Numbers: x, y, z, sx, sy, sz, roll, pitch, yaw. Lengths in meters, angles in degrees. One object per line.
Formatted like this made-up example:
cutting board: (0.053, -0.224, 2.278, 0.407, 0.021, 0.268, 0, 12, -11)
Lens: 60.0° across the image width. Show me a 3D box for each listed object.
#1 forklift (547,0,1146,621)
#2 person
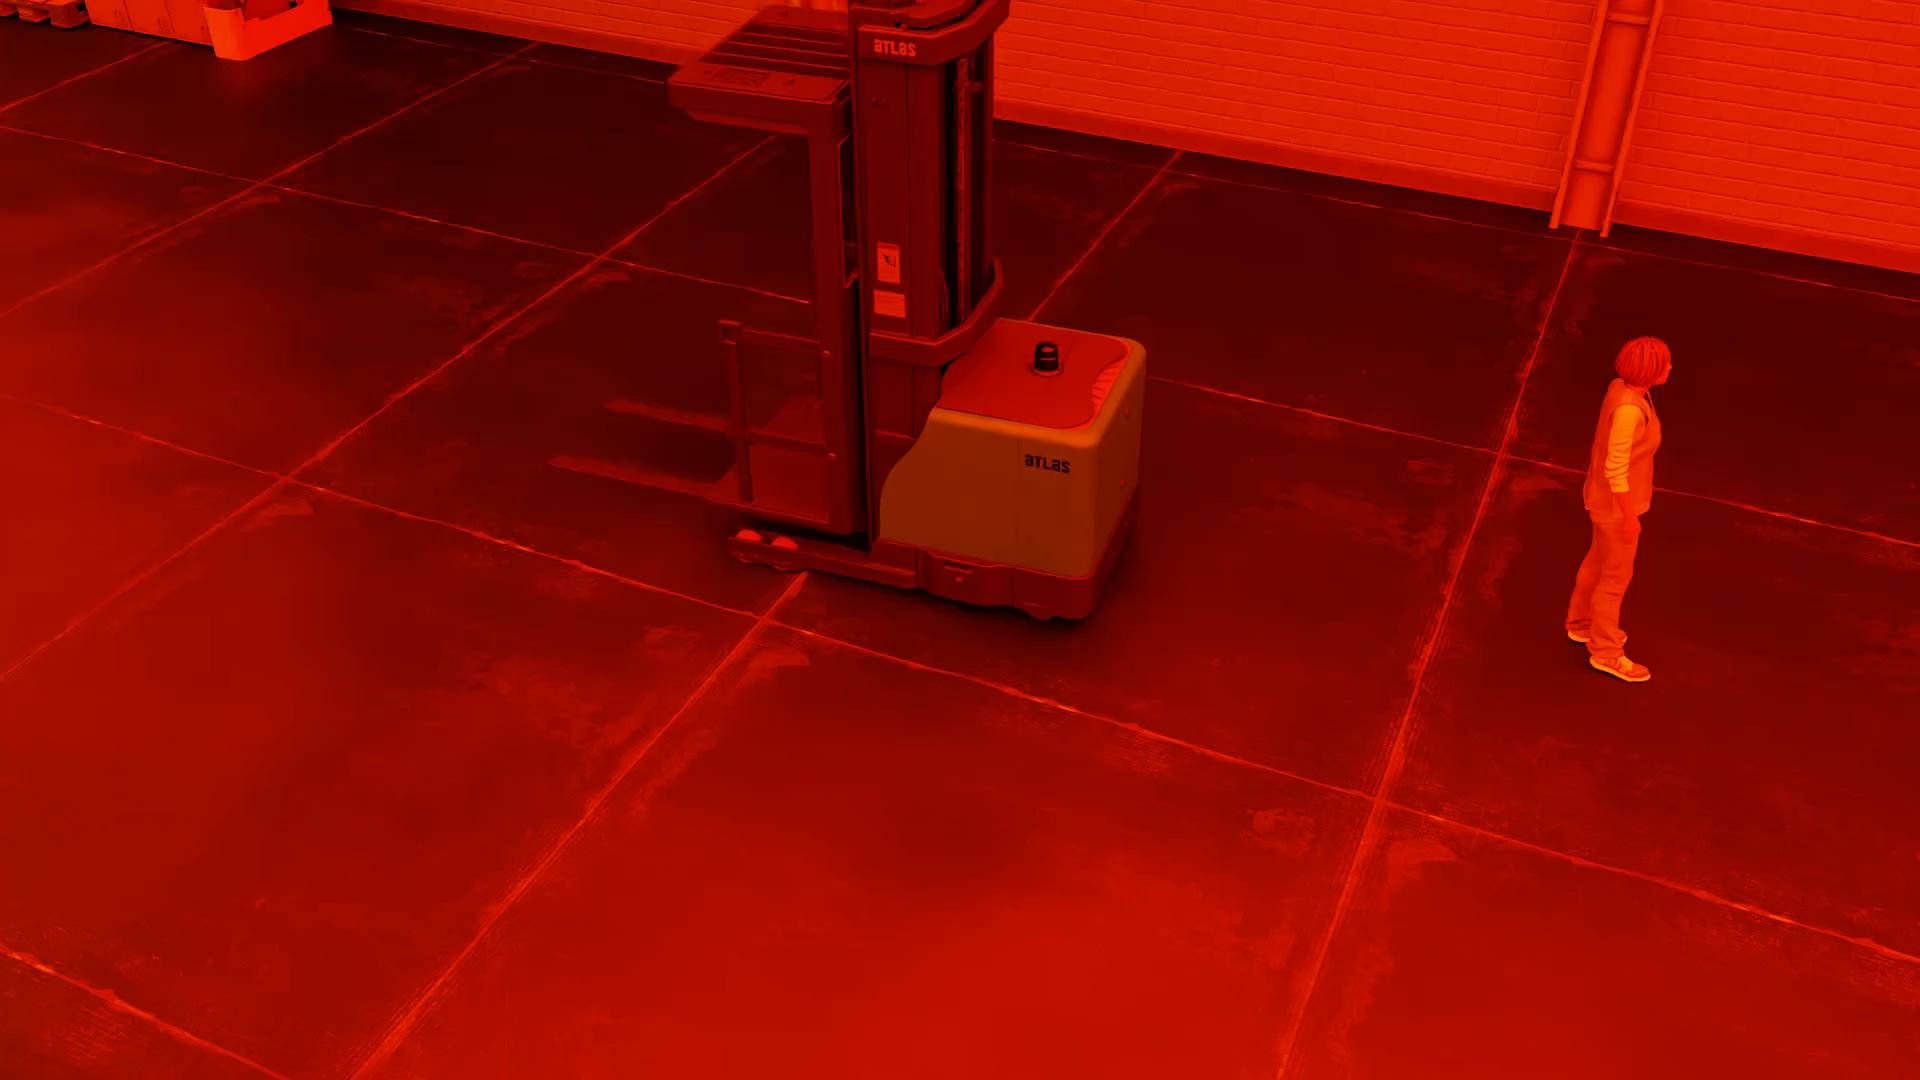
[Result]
forklift: (-0.648, -1.315, 7.930, 3.031, 2.935, 1.130, 11, 37, 16)
person: (3.021, -0.159, 7.447, 0.475, 1.597, 0.520, 10, 37, 14)
